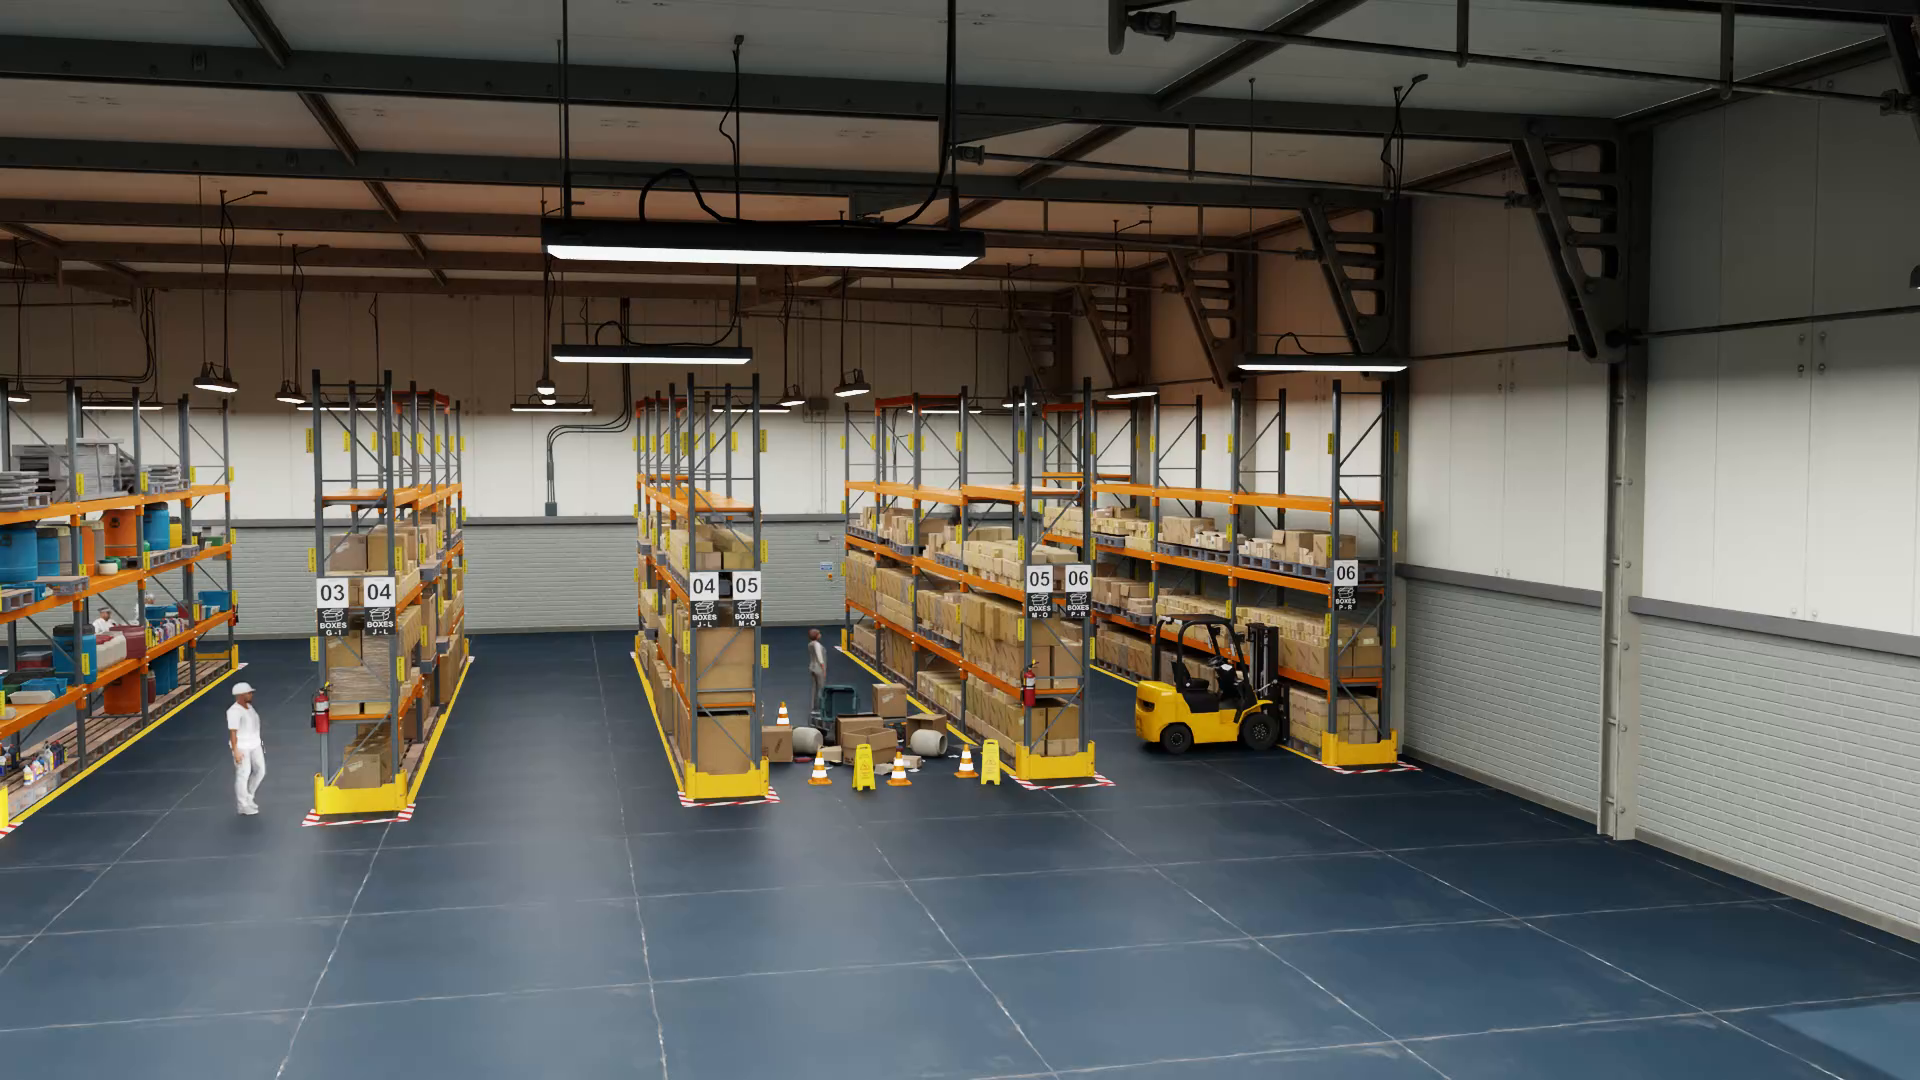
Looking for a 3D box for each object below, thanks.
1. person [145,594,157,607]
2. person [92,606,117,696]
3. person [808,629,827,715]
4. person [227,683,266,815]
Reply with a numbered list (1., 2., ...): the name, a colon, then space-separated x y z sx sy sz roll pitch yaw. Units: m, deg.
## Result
1. person: -18.215 2.006 37.548 0.981 1.608 0.584 -2 4 -32
2. person: -17.118 2.214 33.429 0.561 1.797 0.585 -3 5 -45
3. person: -2.592 2.428 30.666 0.344 1.588 0.483 -2 4 -35
4. person: -9.709 2.819 22.600 0.495 1.772 0.638 1 3 12
